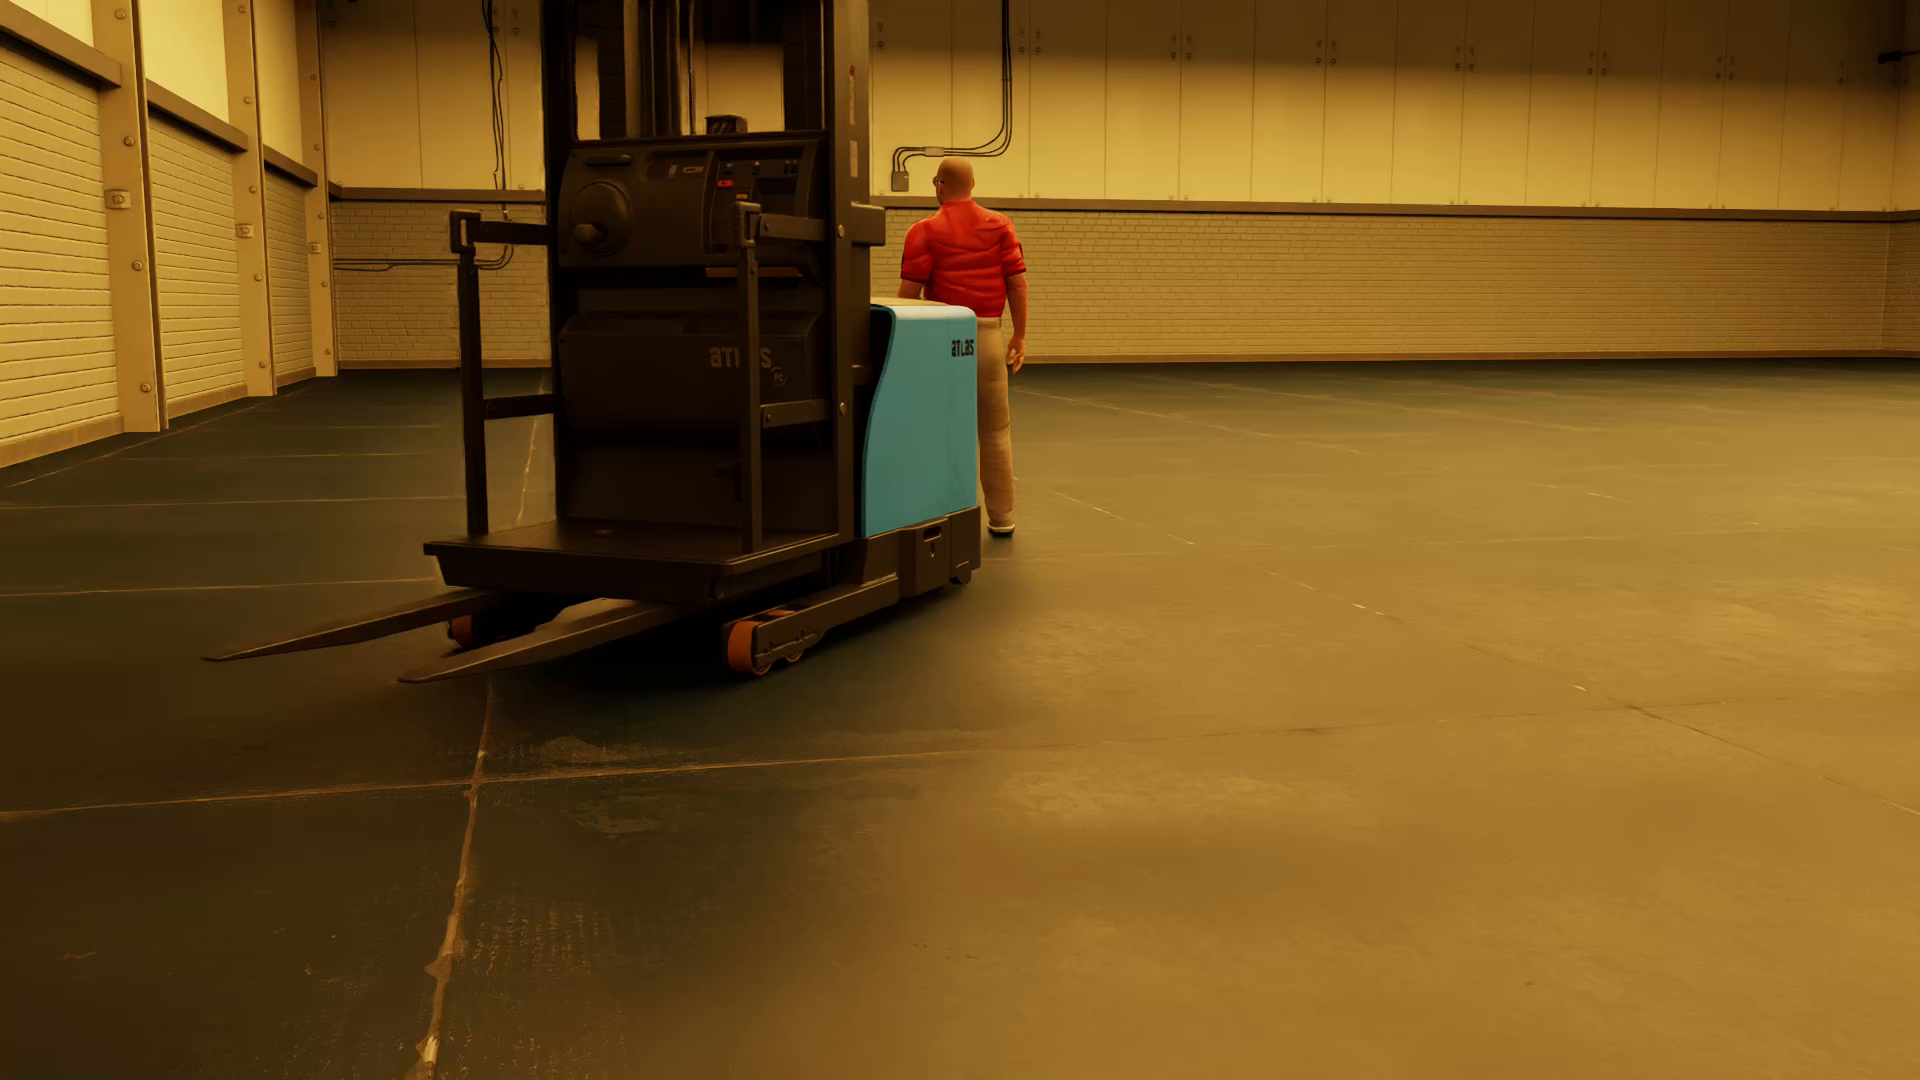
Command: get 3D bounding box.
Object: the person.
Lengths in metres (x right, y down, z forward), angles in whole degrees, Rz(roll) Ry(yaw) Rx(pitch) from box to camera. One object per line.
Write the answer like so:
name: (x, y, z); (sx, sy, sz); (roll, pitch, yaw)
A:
person: (-0.010, -0.877, 7.675); (0.641, 1.728, 0.550); (-2, 8, -13)

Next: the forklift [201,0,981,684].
forklift: (-0.960, -1.120, 5.136); (1.130, 2.935, 3.031); (3, 9, 23)
